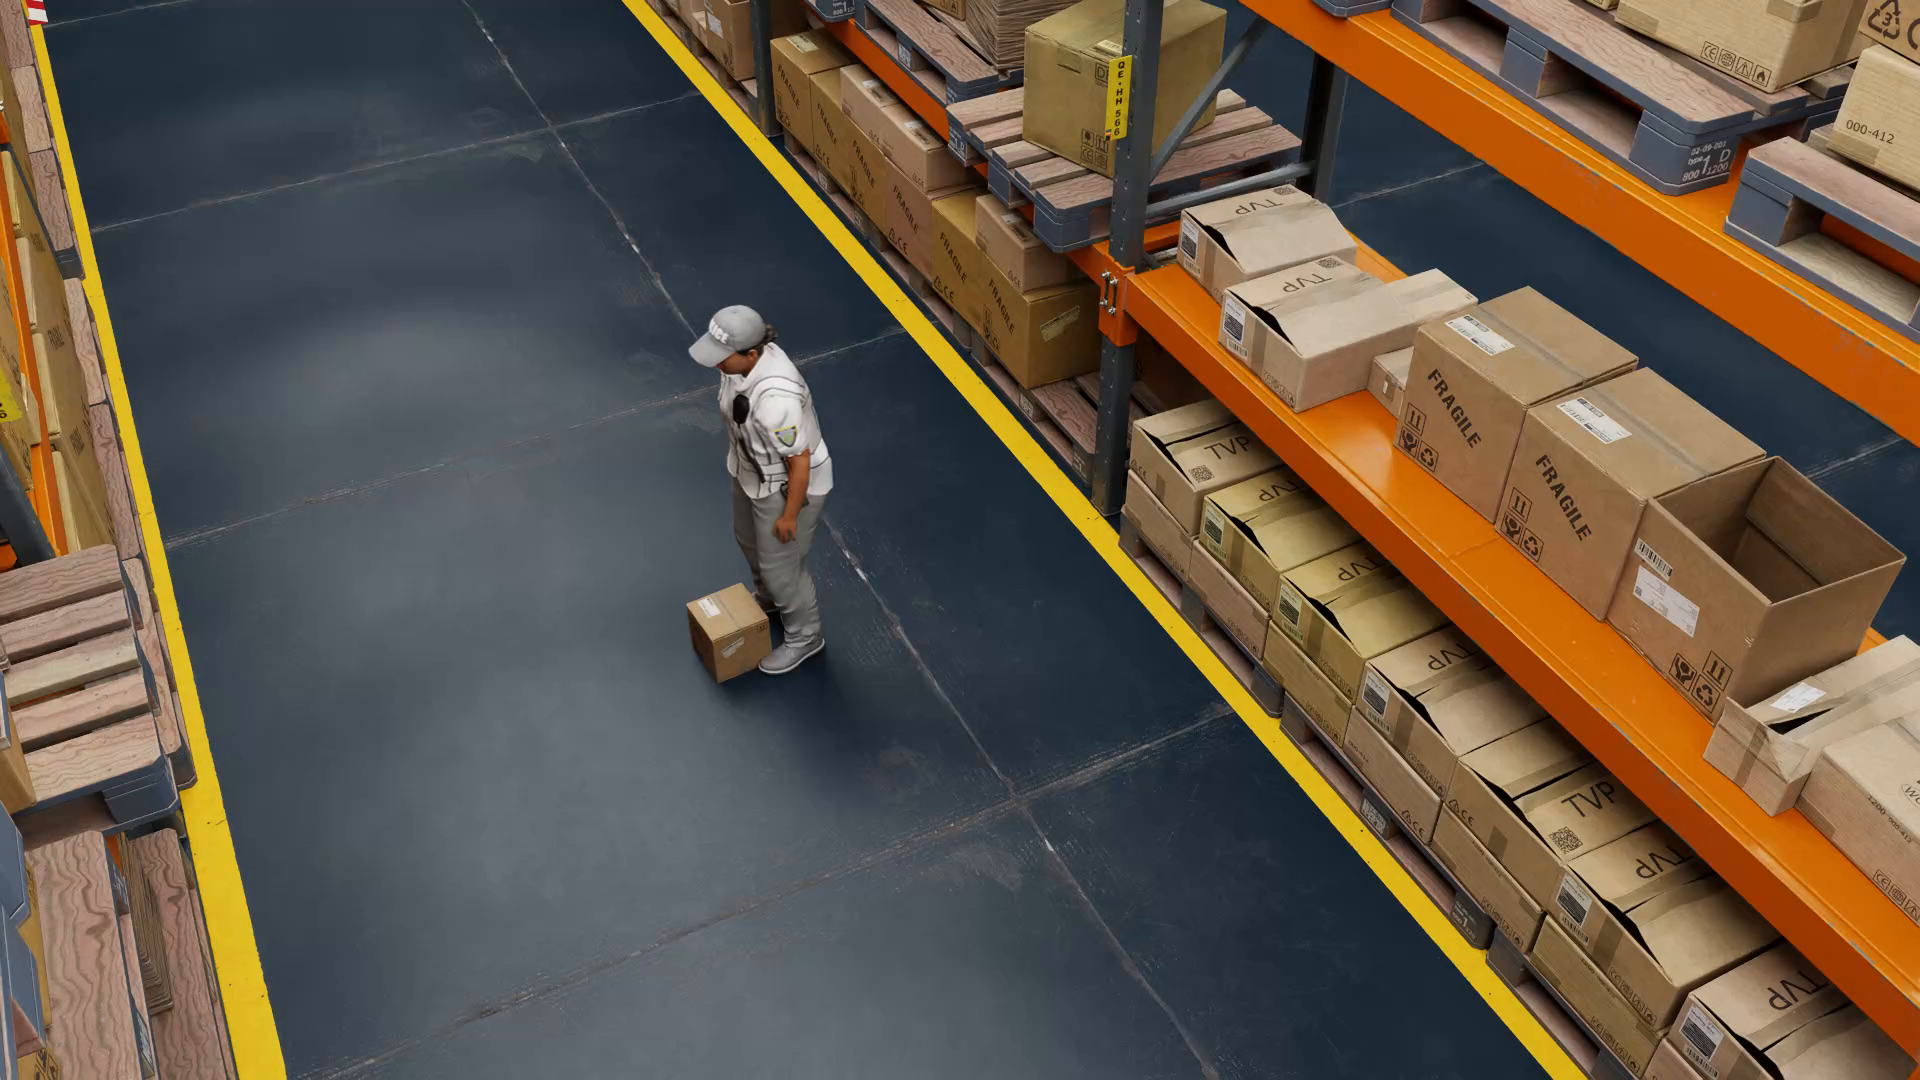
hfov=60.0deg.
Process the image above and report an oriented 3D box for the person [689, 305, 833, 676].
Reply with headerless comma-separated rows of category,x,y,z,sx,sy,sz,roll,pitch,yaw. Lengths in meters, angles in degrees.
person,-0.751,-0.218,6.401,0.473,1.666,0.547,-20,45,-21
